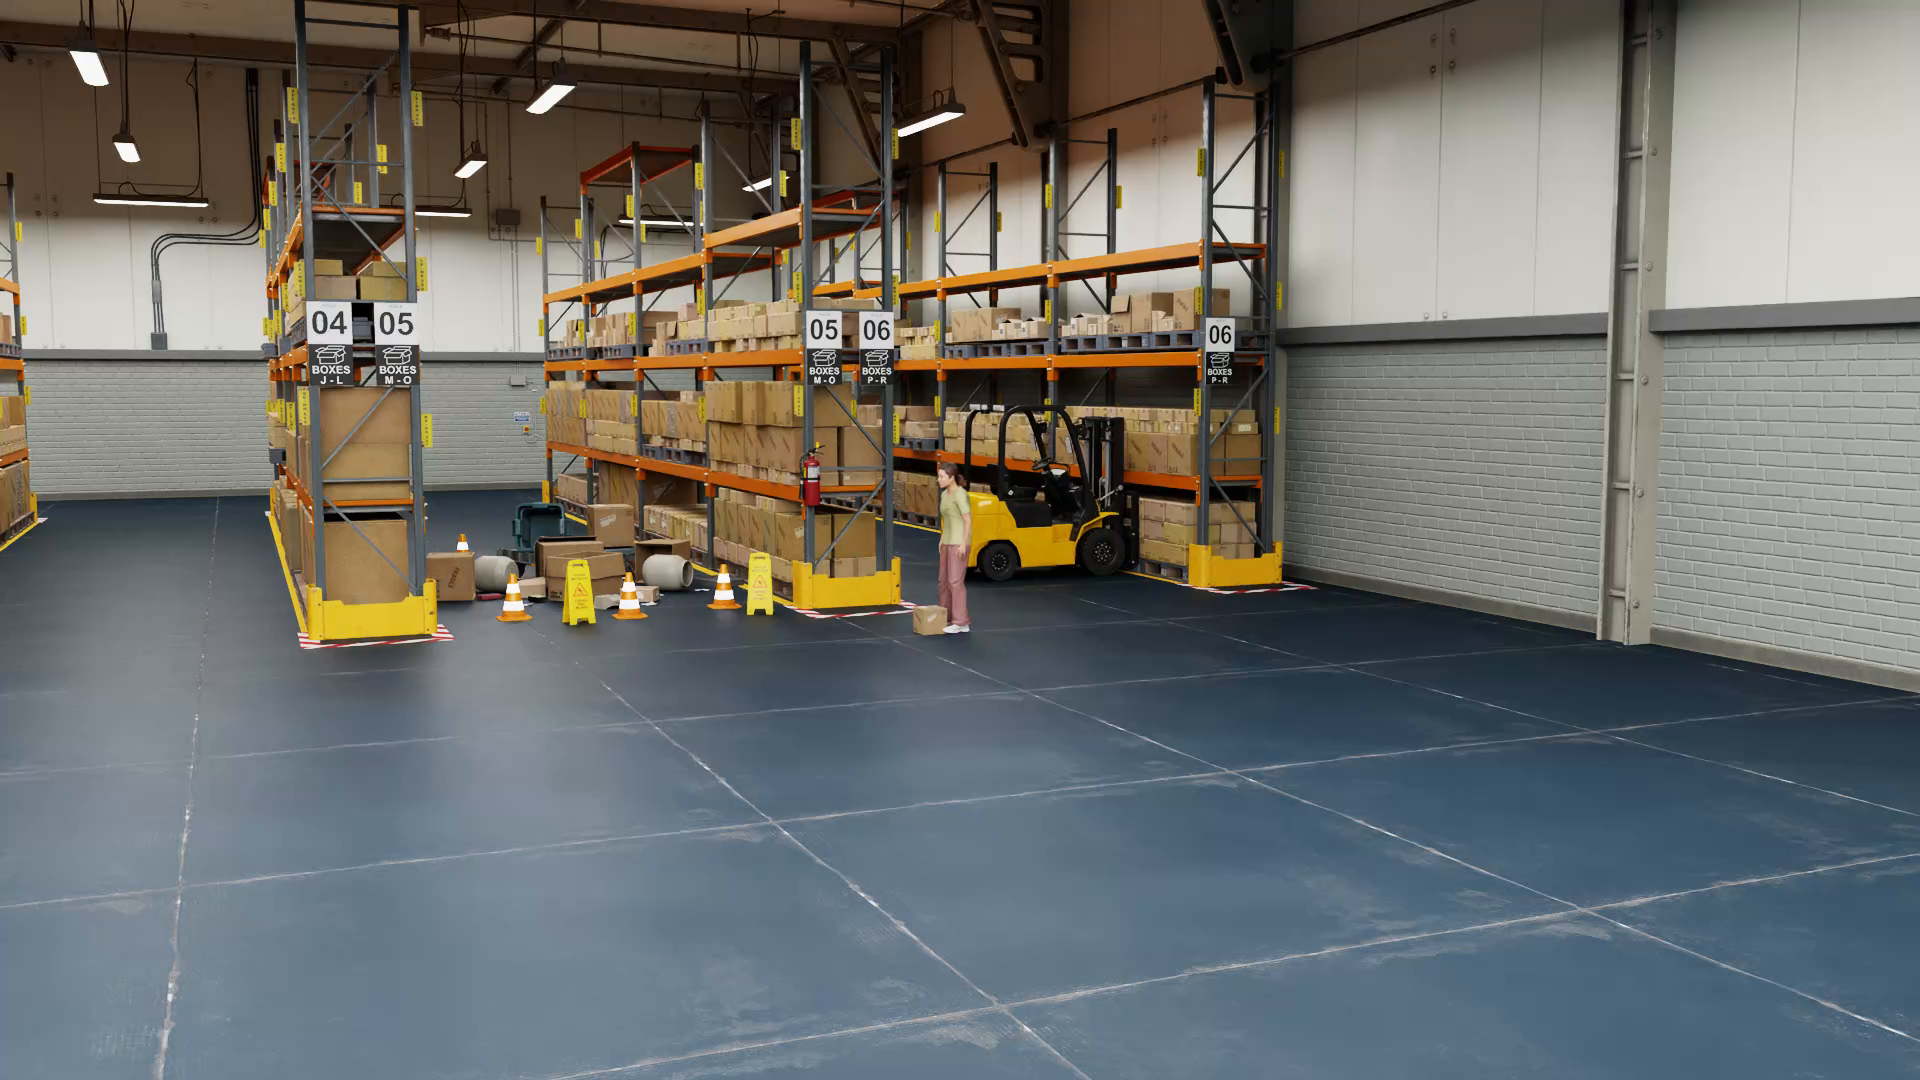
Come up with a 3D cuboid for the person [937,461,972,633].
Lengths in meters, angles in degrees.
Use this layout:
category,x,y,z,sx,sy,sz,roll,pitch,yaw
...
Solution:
category,x,y,z,sx,sy,sz,roll,pitch,yaw
person,-0.070,0.064,16.293,0.353,1.673,0.500,-2,6,-24
